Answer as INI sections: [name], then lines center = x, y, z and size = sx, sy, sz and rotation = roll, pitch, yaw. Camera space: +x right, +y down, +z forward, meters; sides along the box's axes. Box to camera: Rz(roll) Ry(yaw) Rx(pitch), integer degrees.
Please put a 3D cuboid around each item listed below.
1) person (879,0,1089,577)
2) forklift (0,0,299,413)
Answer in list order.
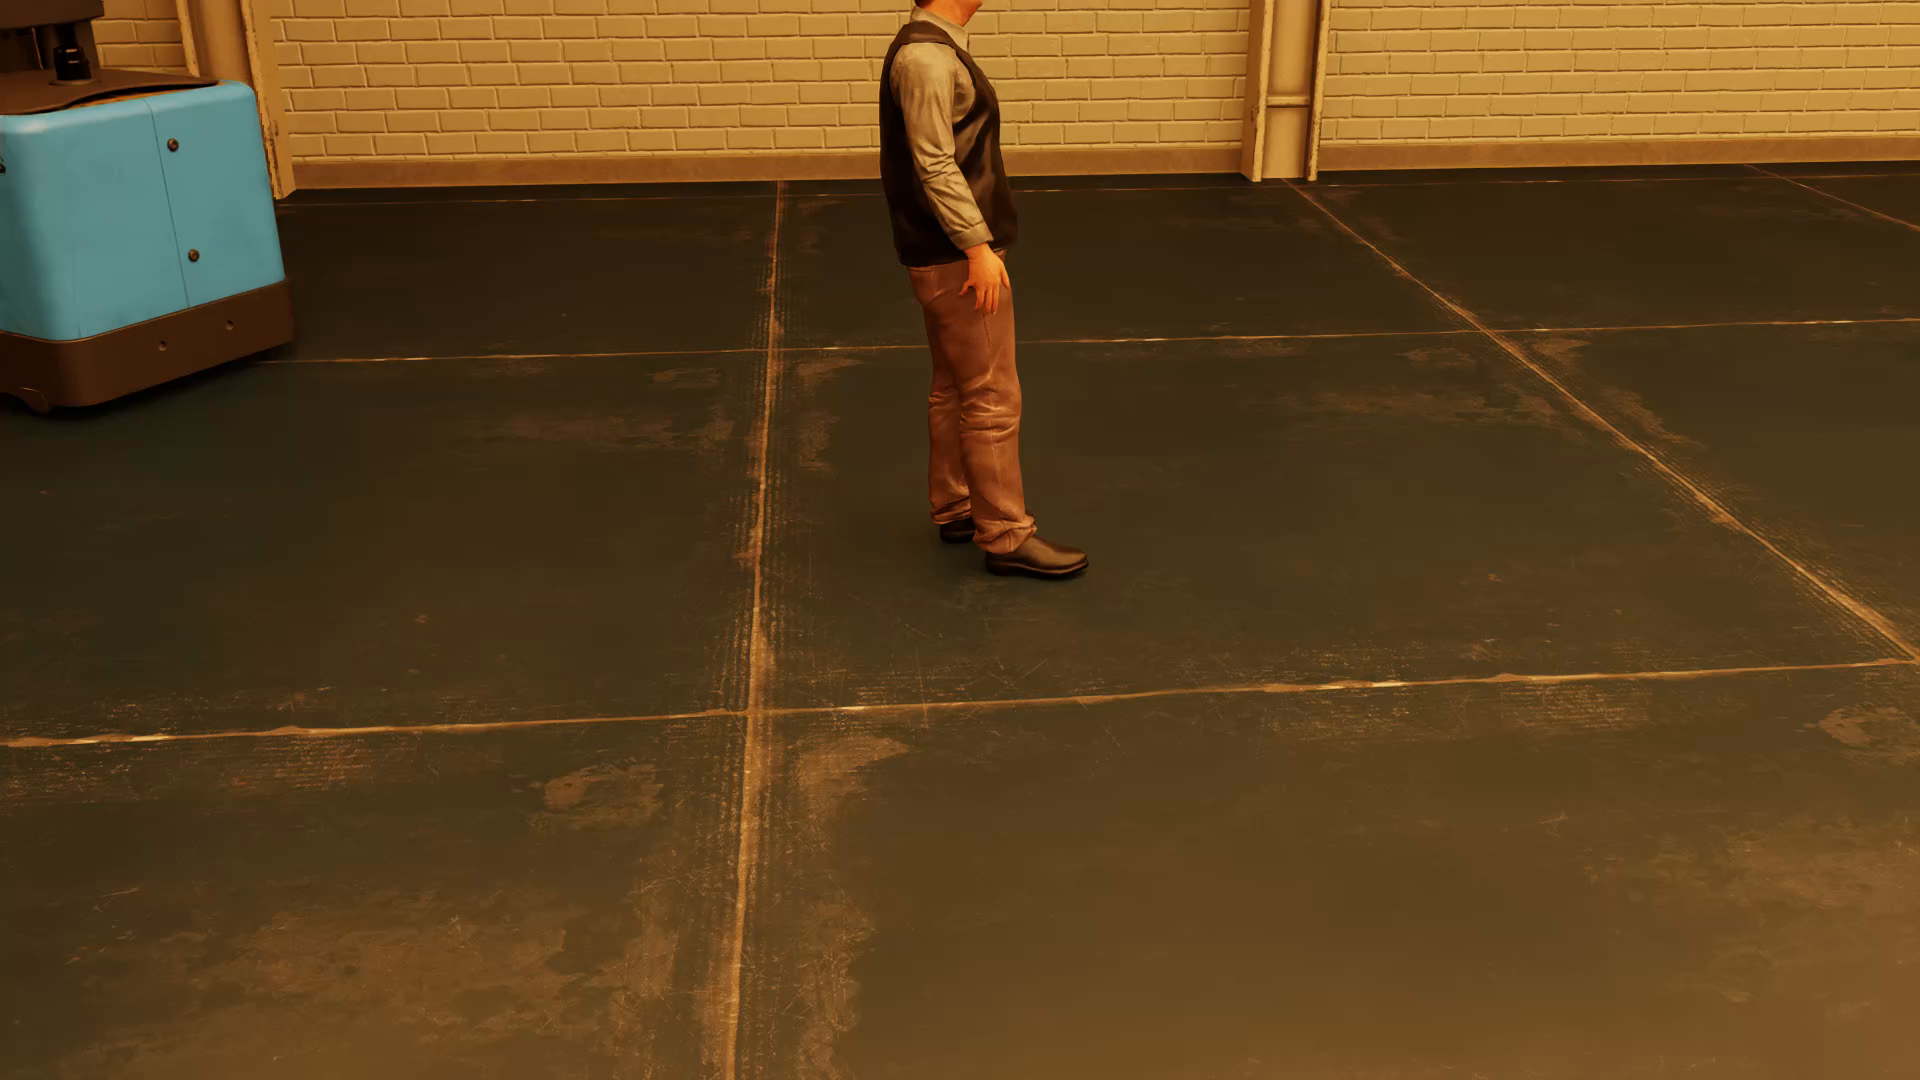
[person]
center = 0.063, -0.795, 4.652
size = 0.566, 1.722, 0.634
rotation = -2, 24, -5
[forklift]
center = -4.208, -2.199, 6.377
size = 3.031, 2.935, 1.130
rotation = 12, 26, 25
